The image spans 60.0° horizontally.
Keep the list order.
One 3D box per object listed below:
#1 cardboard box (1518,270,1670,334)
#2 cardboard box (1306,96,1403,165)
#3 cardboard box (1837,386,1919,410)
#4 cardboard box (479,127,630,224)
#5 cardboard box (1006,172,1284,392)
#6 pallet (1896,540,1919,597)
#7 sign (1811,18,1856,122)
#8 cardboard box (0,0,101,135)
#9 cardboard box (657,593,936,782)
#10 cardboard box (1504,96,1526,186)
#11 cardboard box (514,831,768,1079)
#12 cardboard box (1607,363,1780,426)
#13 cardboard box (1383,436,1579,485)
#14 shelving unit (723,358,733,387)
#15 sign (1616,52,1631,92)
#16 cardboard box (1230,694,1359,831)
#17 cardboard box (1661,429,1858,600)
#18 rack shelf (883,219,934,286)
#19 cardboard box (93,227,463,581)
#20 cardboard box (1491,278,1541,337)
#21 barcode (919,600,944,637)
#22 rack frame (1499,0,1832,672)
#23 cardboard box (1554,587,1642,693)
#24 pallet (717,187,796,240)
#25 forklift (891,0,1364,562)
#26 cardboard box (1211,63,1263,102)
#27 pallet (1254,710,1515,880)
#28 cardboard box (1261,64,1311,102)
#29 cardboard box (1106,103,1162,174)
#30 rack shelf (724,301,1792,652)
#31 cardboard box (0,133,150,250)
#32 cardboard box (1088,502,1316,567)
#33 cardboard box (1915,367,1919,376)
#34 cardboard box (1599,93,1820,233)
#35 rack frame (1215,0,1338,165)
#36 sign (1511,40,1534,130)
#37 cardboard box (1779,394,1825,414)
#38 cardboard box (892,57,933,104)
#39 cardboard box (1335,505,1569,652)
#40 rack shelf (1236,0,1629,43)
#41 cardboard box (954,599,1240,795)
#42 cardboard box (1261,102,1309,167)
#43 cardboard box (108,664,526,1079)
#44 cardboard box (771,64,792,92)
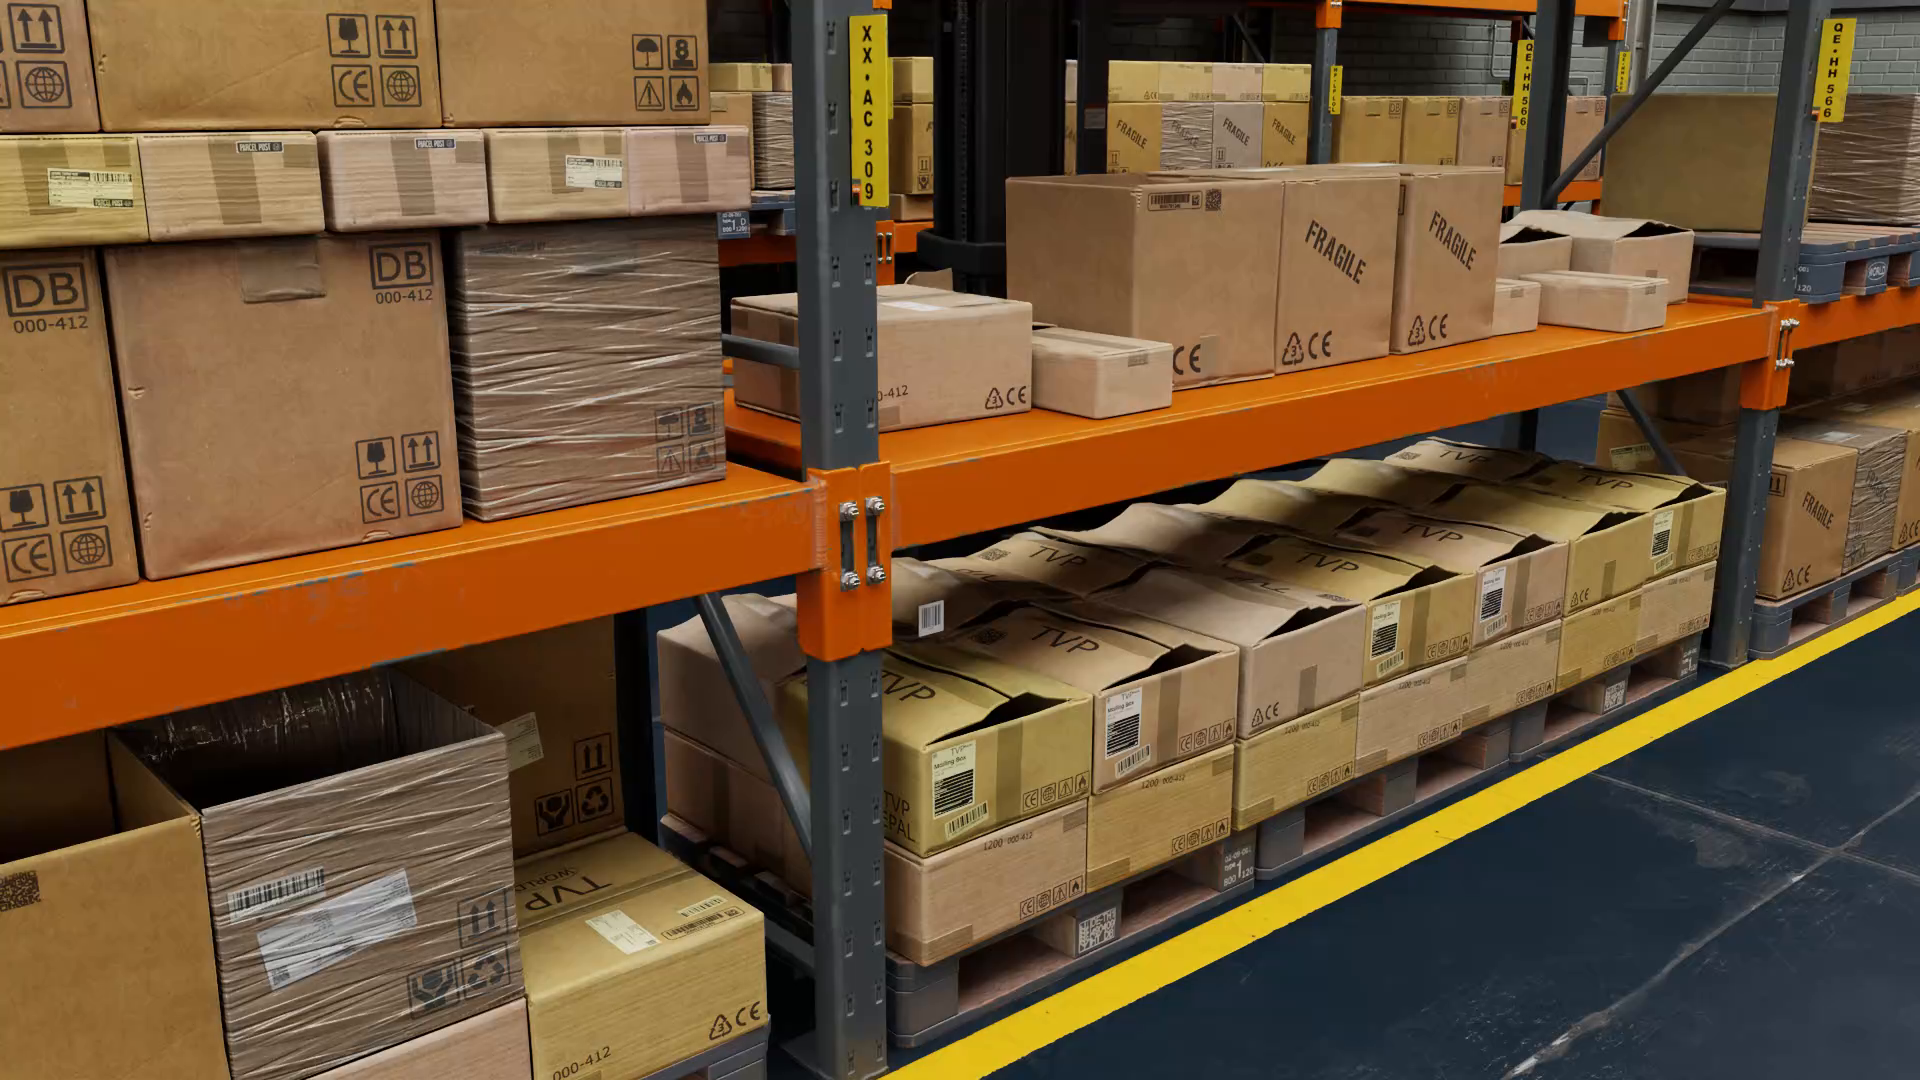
[{"bbox_3d":[1.995,-0.756,5.255,0.250,0.149,0.380,-13,19,-39],"label":"cardboard box"},{"bbox_3d":[2.675,-2.959,12.433,0.700,0.700,0.980,-12,19,-39],"label":"cardboard box"},{"bbox_3d":[4.186,-0.373,7.326,0.500,0.500,0.500,-14,20,-41],"label":"cardboard box"},{"bbox_3d":[-0.778,-0.639,2.877,0.250,0.149,0.380,-13,20,-41],"label":"cardboard box"},{"bbox_3d":[0.462,-0.671,4.254,0.500,0.500,0.500,-11,18,-35],"label":"cardboard box"},{"bbox_3d":[4.000,-0.061,7.570,1.213,0.211,1.003,-13,19,-39],"label":"pallet"},{"bbox_3d":[2.859,-1.536,5.443,0.005,0.325,0.100,-13,19,-39],"label":"sign"},{"bbox_3d":[-1.615,-0.834,2.353,0.500,0.500,0.700,-13,20,-39],"label":"cardboard box"},{"bbox_3d":[-0.408,0.324,4.152,0.500,0.311,0.500,-13,19,-39],"label":"cardboard box"},{"bbox_3d":[4.353,-3.334,13.837,0.700,0.700,0.980,-13,20,-40],"label":"cardboard box"},{"bbox_3d":[-0.732,0.841,3.305,0.500,0.250,0.500,-13,19,-39],"label":"cardboard box"},{"bbox_3d":[3.083,-0.665,6.967,0.500,0.250,0.500,-12,19,-37],"label":"cardboard box"},{"bbox_3d":[1.904,-0.198,6.105,0.500,0.311,0.500,-12,19,-38],"label":"cardboard box"},{"bbox_3d":[-0.920,-0.383,7.151,0.215,1.050,0.252,6,16,22],"label":"shelving unit"},{"bbox_3d":[5.618,-3.969,14.092,0.005,0.325,0.100,-13,19,-39],"label":"sign"},{"bbox_3d":[0.717,0.525,4.488,0.500,0.250,0.500,-13,20,-41],"label":"cardboard box"},{"bbox_3d":[3.023,-0.110,6.341,0.500,0.500,0.500,-12,19,-37],"label":"cardboard box"},{"bbox_3d":[0.746,-2.039,10.964,4.000,0.370,1.077,-13,19,-39],"label":"rack shelf"},{"bbox_3d":[-1.250,-0.287,2.820,0.500,0.500,0.700,-13,20,-40],"label":"cardboard box"},{"bbox_3d":[1.567,-0.735,5.177,0.250,0.149,0.380,-11,18,-35],"label":"cardboard box"},{"bbox_3d":[-0.060,0.163,3.458,0.075,0.075,0.001,-13,19,-39],"label":"barcode"},{"bbox_3d":[2.492,-1.084,5.995,0.127,3.000,1.000,-13,19,-39],"label":"rack frame"},{"bbox_3d":[1.869,0.266,5.454,0.500,0.250,0.500,-13,20,-40],"label":"cardboard box"},{"bbox_3d":[-1.230,-1.813,9.098,1.003,0.211,1.213,-13,19,-39],"label":"pallet"},{"bbox_3d":[0.665,-1.453,7.509,3.031,2.935,1.130,-4,15,-14],"label":"forklift"},{"bbox_3d":[1.678,-3.075,11.189,0.500,0.250,0.500,-12,19,-38],"label":"cardboard box"},{"bbox_3d":[0.925,0.601,5.091,1.213,0.211,1.003,-13,19,-39],"label":"pallet"},{"bbox_3d":[2.070,-3.160,11.506,0.500,0.250,0.500,-12,19,-38],"label":"cardboard box"},{"bbox_3d":[0.936,-2.542,10.646,0.500,0.500,0.500,-12,19,-38],"label":"cardboard box"},{"bbox_3d":[0.983,-0.397,4.819,4.000,0.370,1.077,-13,19,-39],"label":"rack shelf"},{"bbox_3d":[-1.359,-0.508,2.389,0.250,0.149,0.380,-13,20,-40],"label":"cardboard box"},{"bbox_3d":[0.740,0.066,5.117,0.500,0.311,0.500,-13,20,-40],"label":"cardboard box"},{"bbox_3d":[4.589,-0.639,8.322,0.500,0.500,0.500,-12,19,-39],"label":"cardboard box"},{"bbox_3d":[2.893,-1.464,6.409,0.700,0.500,0.500,8,17,28],"label":"cardboard box"},{"bbox_3d":[2.255,-2.725,12.140,0.127,3.000,1.000,-13,19,-39],"label":"rack frame"},{"bbox_3d":[2.129,-1.709,6.245,0.005,0.325,0.100,-13,19,-39],"label":"sign"},{"bbox_3d":[3.434,-0.380,7.353,0.500,0.500,0.500,-14,20,-41],"label":"cardboard box"},{"bbox_3d":[-0.229,-2.643,9.570,0.500,0.250,0.500,-12,19,-38],"label":"cardboard box"},{"bbox_3d":[1.488,0.082,5.059,0.500,0.311,0.500,-13,20,-40],"label":"cardboard box"},{"bbox_3d":[3.764,-4.166,13.114,4.000,0.370,1.077,-13,19,-39],"label":"rack shelf"},{"bbox_3d":[0.331,0.343,4.080,0.500,0.311,0.500,-13,20,-40],"label":"cardboard box"},{"bbox_3d":[2.072,-2.800,11.609,0.500,0.500,0.500,-13,20,-40],"label":"cardboard box"},{"bbox_3d":[-1.117,0.561,2.900,0.500,0.500,0.500,-13,19,-39],"label":"cardboard box"},{"bbox_3d":[-1.003,-2.557,9.209,0.380,0.149,0.250,13,20,40],"label":"cardboard box"}]
